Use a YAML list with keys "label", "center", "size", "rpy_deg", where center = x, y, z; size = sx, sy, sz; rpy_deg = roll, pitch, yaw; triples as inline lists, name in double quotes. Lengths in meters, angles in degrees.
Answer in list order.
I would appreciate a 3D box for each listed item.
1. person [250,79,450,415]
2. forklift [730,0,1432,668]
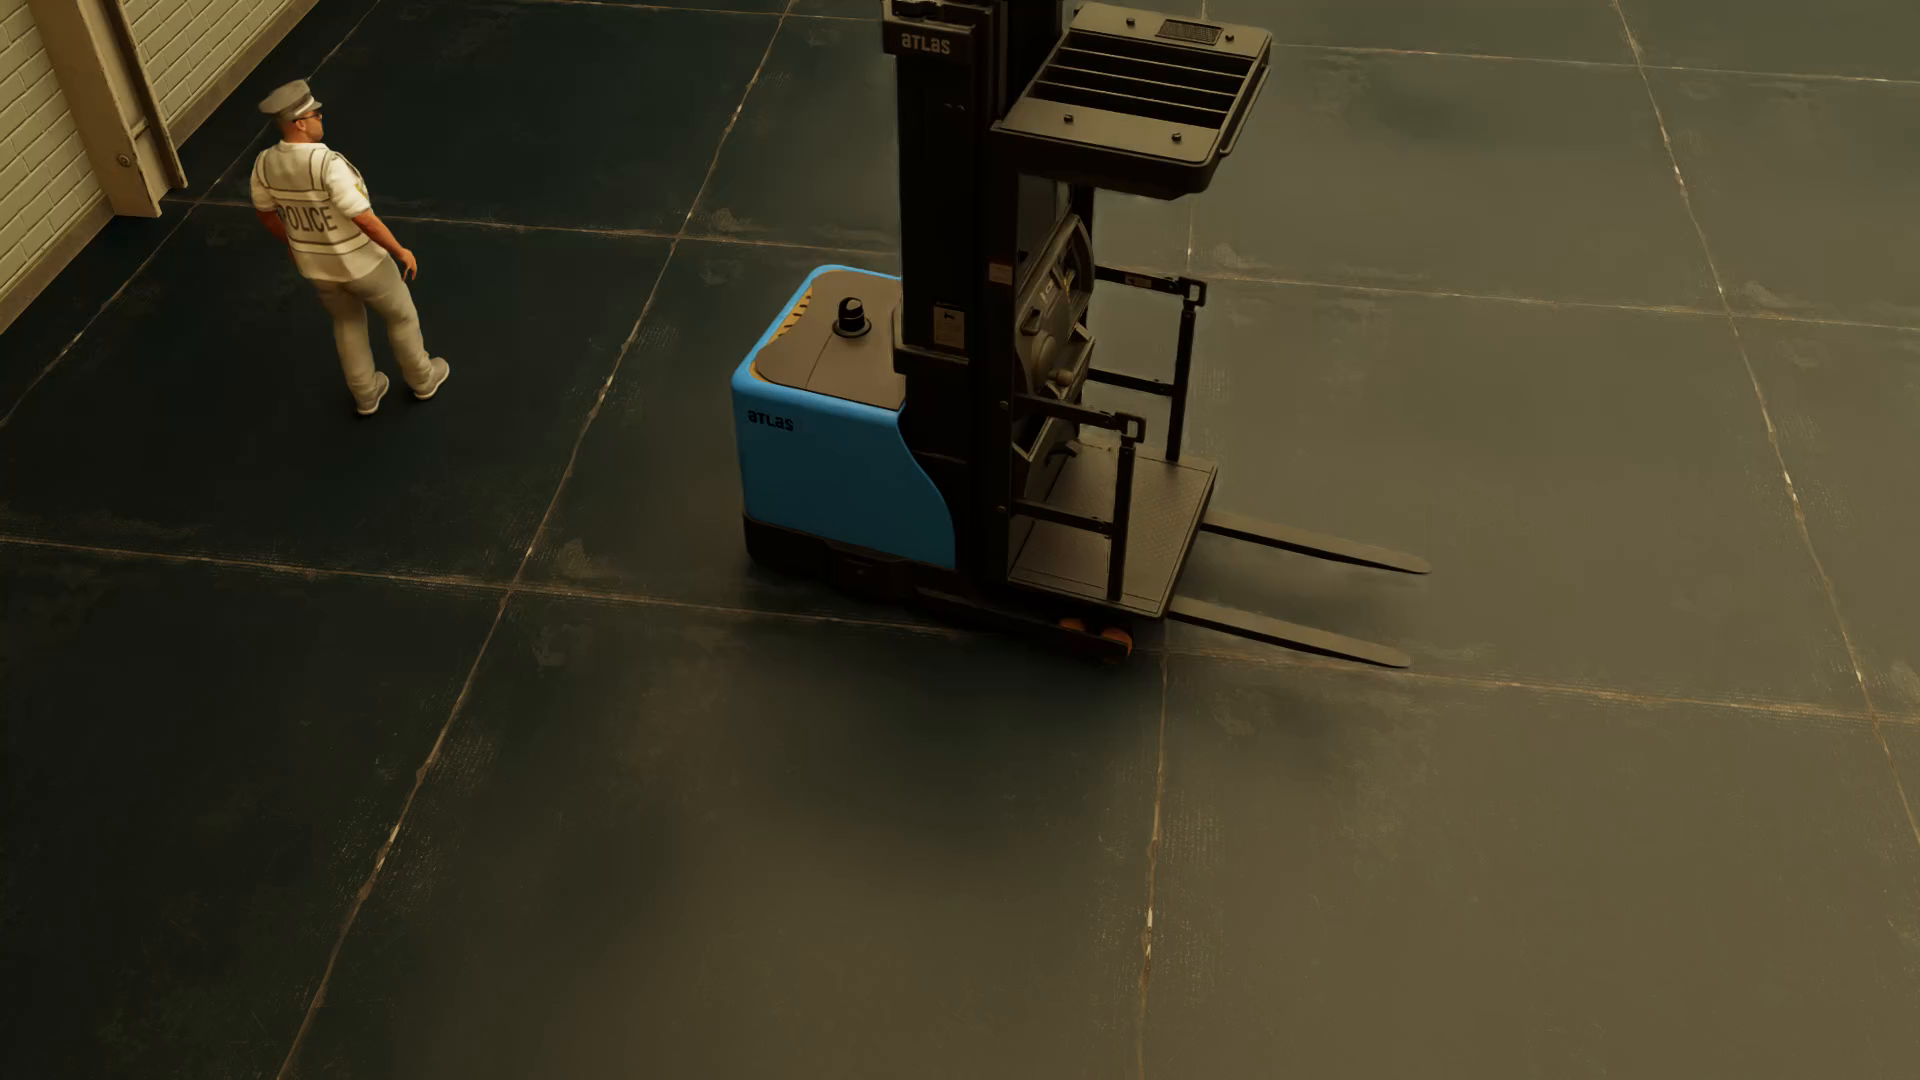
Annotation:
- label: "person"
  center: [-2.983, -1.428, 8.145]
  size: [0.720, 1.759, 0.541]
  rpy_deg: [7, 43, 8]
- label: "forklift"
  center: [0.575, -0.941, 6.749]
  size: [3.031, 2.935, 1.130]
  rpy_deg: [14, 44, 14]
